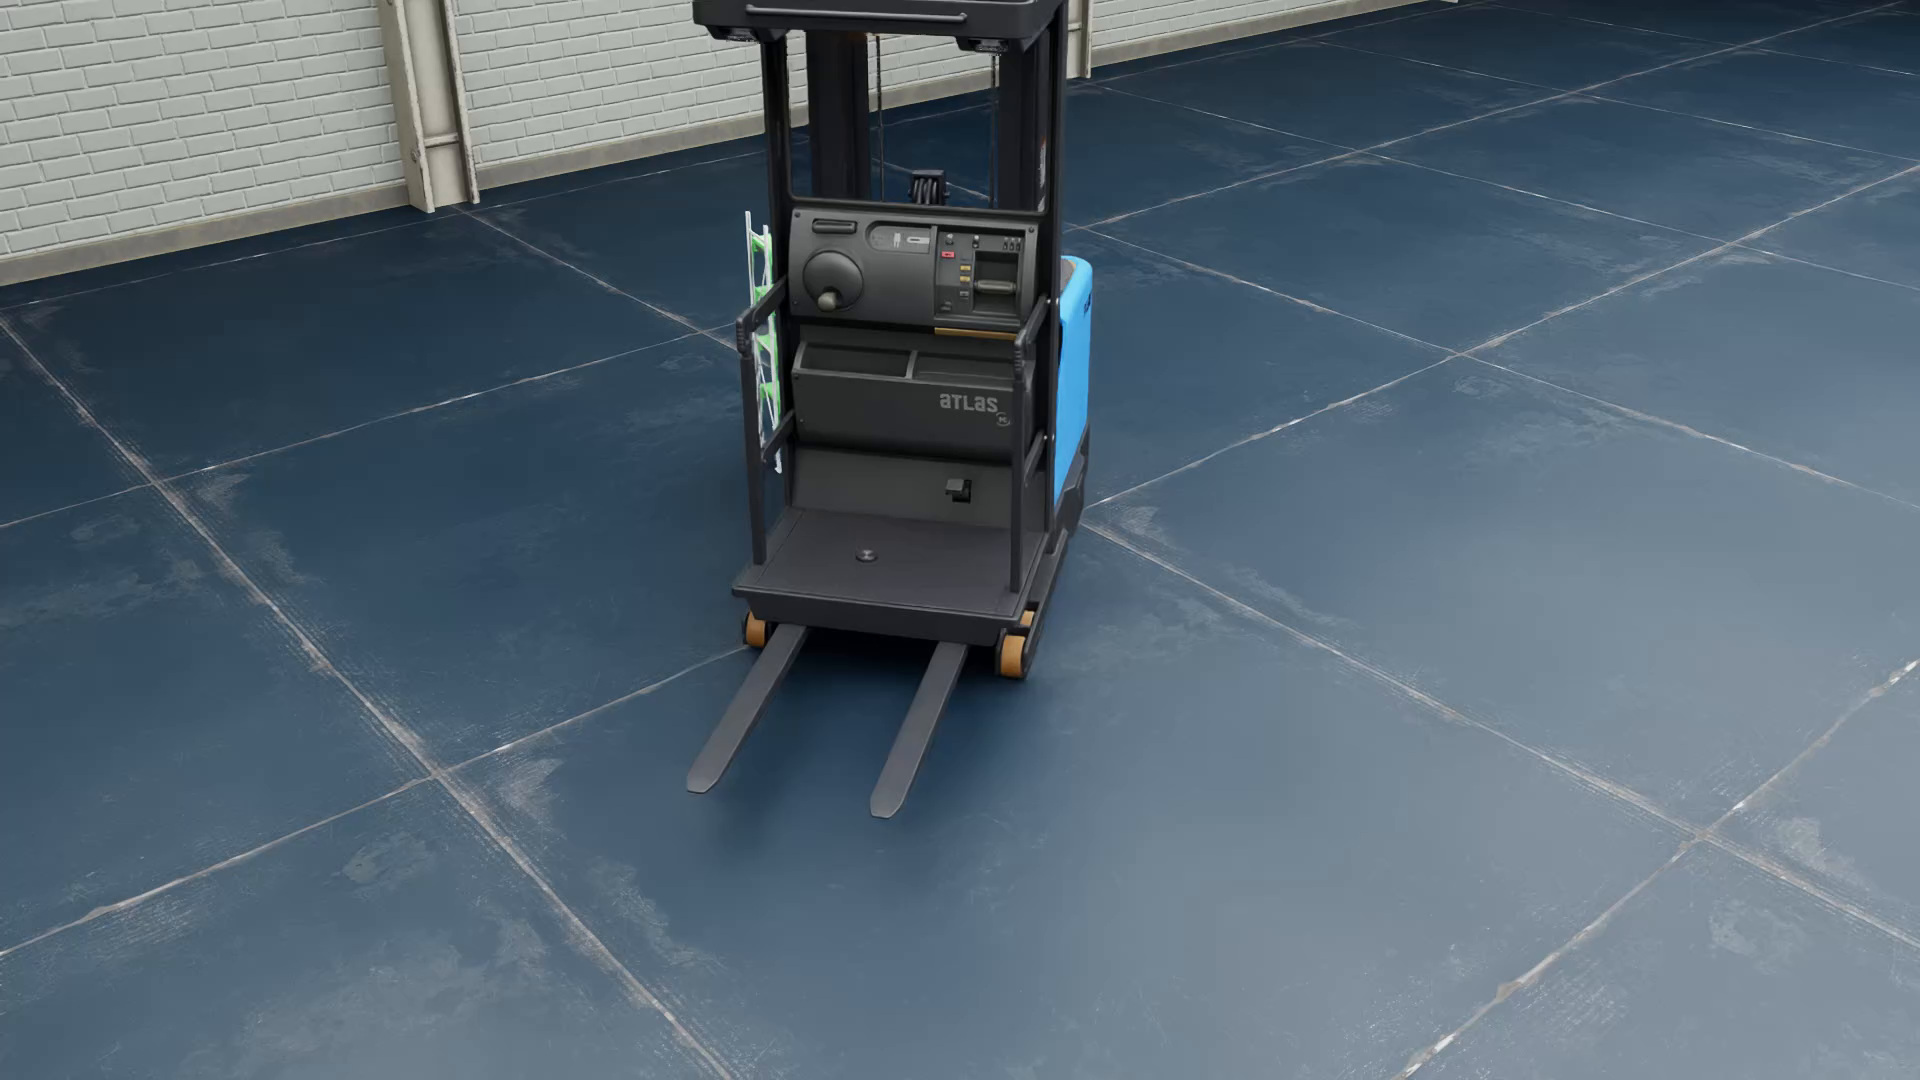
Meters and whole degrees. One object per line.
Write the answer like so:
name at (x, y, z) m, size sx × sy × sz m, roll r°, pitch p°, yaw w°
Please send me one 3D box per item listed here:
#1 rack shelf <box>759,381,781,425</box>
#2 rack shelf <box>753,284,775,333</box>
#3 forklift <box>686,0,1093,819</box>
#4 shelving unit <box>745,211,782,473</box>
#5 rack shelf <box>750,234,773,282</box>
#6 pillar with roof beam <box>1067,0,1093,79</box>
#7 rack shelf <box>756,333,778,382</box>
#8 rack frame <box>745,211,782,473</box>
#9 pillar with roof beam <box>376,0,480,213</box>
rack shelf at (-0.685, -0.679, 7.893) m, size 0.480 × 0.148 × 0.258 m, roll -14°, pitch 31°, yaw -24°
rack shelf at (-0.685, -1.103, 7.667) m, size 0.480 × 0.148 × 0.258 m, roll -14°, pitch 31°, yaw -24°
forklift at (-0.221, -0.963, 5.942) m, size 1.130 × 2.935 × 3.031 m, roll 6°, pitch 29°, yaw 11°
shelving unit at (-0.685, -0.947, 7.750) m, size 0.503 × 1.200 × 0.258 m, roll -14°, pitch 31°, yaw -24°
rack shelf at (-0.685, -1.314, 7.553) m, size 0.480 × 0.148 × 0.258 m, roll -14°, pitch 31°, yaw -24°
pillar with roof beam at (3.736, -6.632, 10.112) m, size 0.400 × 9.000 × 9.100 m, roll -22°, pitch 35°, yaw -35°
rack shelf at (-0.685, -0.891, 7.780) m, size 0.480 × 0.148 × 0.258 m, roll -14°, pitch 31°, yaw -24°
rack frame at (-0.902, -0.895, 7.651) m, size 0.015 × 1.200 × 0.240 m, roll -14°, pitch 31°, yaw -24°
pillar with roof beam at (-0.828, -4.796, 6.677) m, size 0.400 × 9.000 × 9.100 m, roll -22°, pitch 35°, yaw -35°
